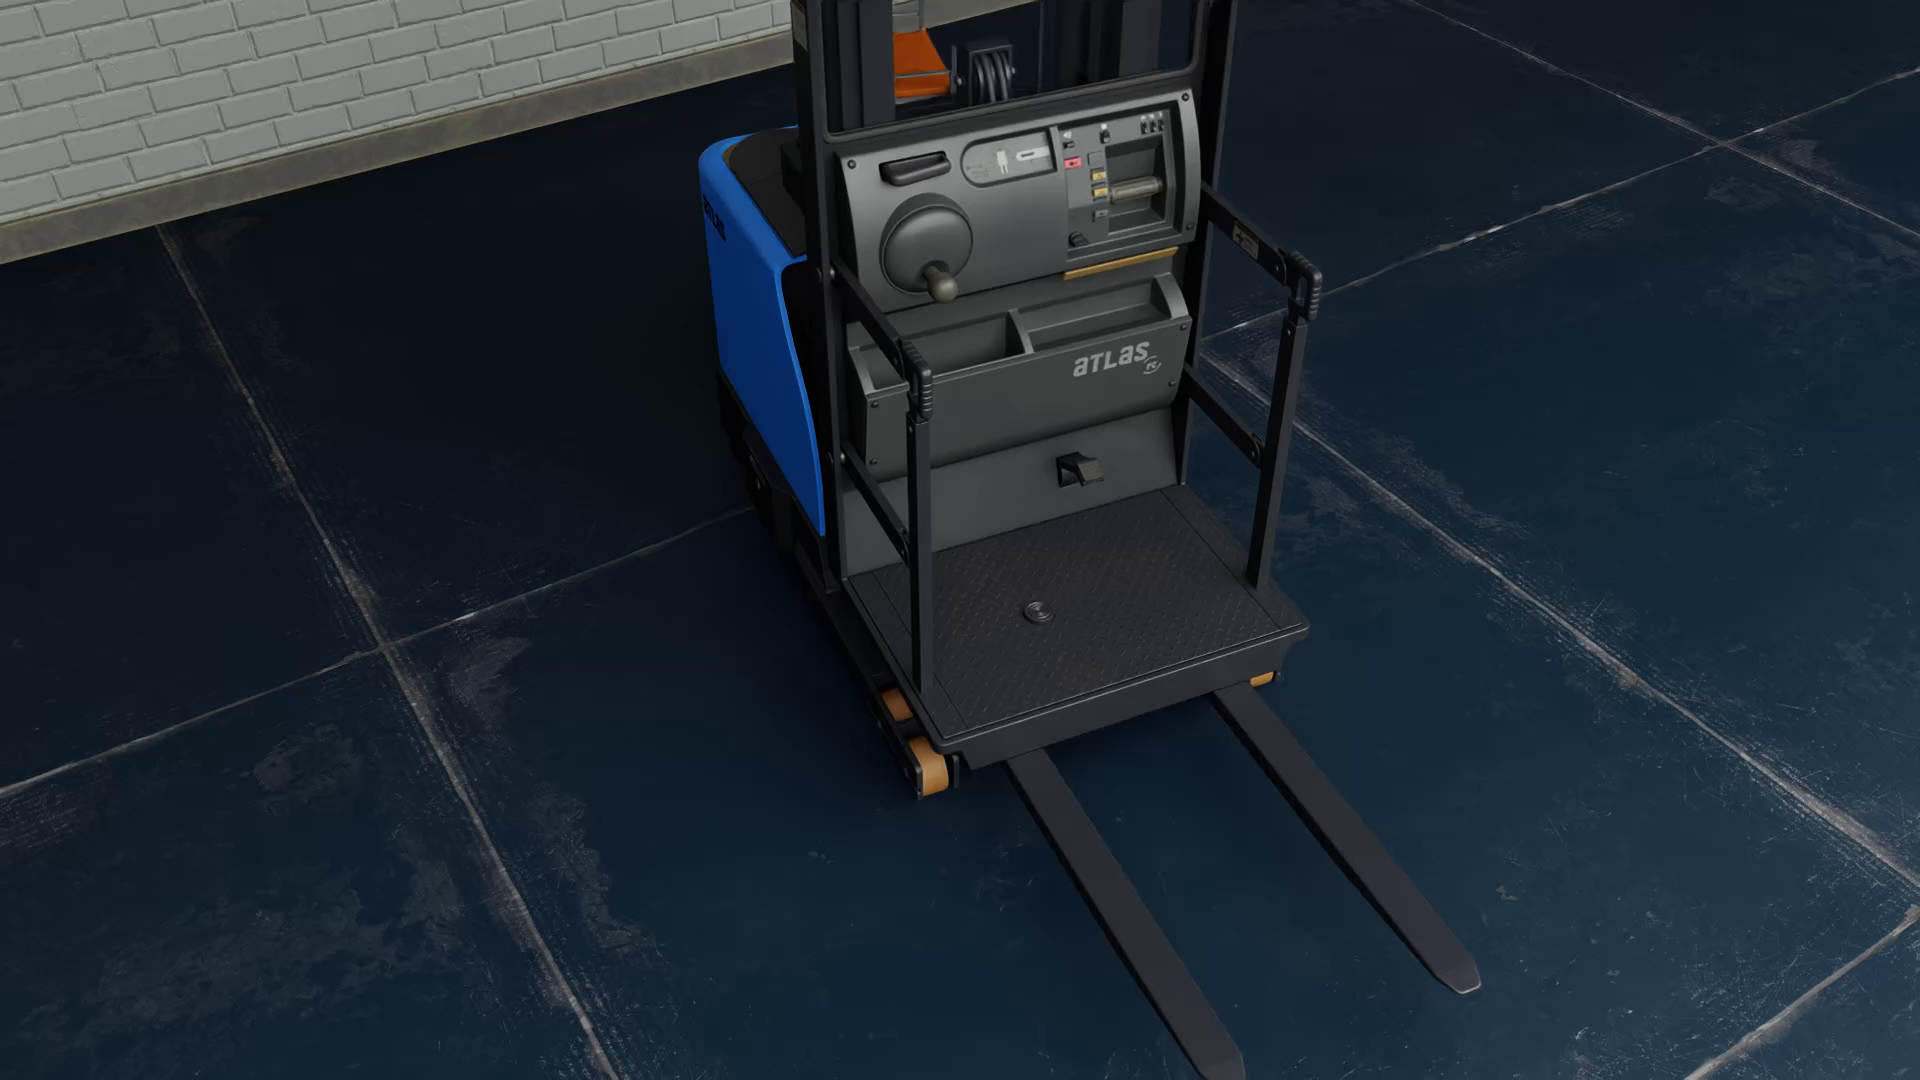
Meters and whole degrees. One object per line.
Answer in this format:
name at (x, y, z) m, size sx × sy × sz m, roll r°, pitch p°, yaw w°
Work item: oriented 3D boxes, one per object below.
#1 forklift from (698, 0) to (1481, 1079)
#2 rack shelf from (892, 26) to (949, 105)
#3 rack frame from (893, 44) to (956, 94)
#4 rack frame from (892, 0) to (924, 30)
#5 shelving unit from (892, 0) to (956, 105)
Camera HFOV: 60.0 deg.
forklift at (0.250, -0.761, 3.874) m, size 1.130 × 2.935 × 3.031 m, roll -16°, pitch 42°, yaw -18°
rack shelf at (-0.186, -1.539, 5.545) m, size 0.258 × 0.148 × 0.480 m, roll -9°, pitch 40°, yaw -10°
rack frame at (-0.130, -1.085, 5.614) m, size 0.240 × 1.200 × 0.015 m, roll -9°, pitch 40°, yaw -10°
rack frame at (-0.242, -1.389, 5.979) m, size 0.240 × 1.200 × 0.015 m, roll -9°, pitch 40°, yaw -10°
shelving unit at (-0.186, -1.237, 5.796) m, size 0.258 × 1.200 × 0.503 m, roll -9°, pitch 40°, yaw -10°
